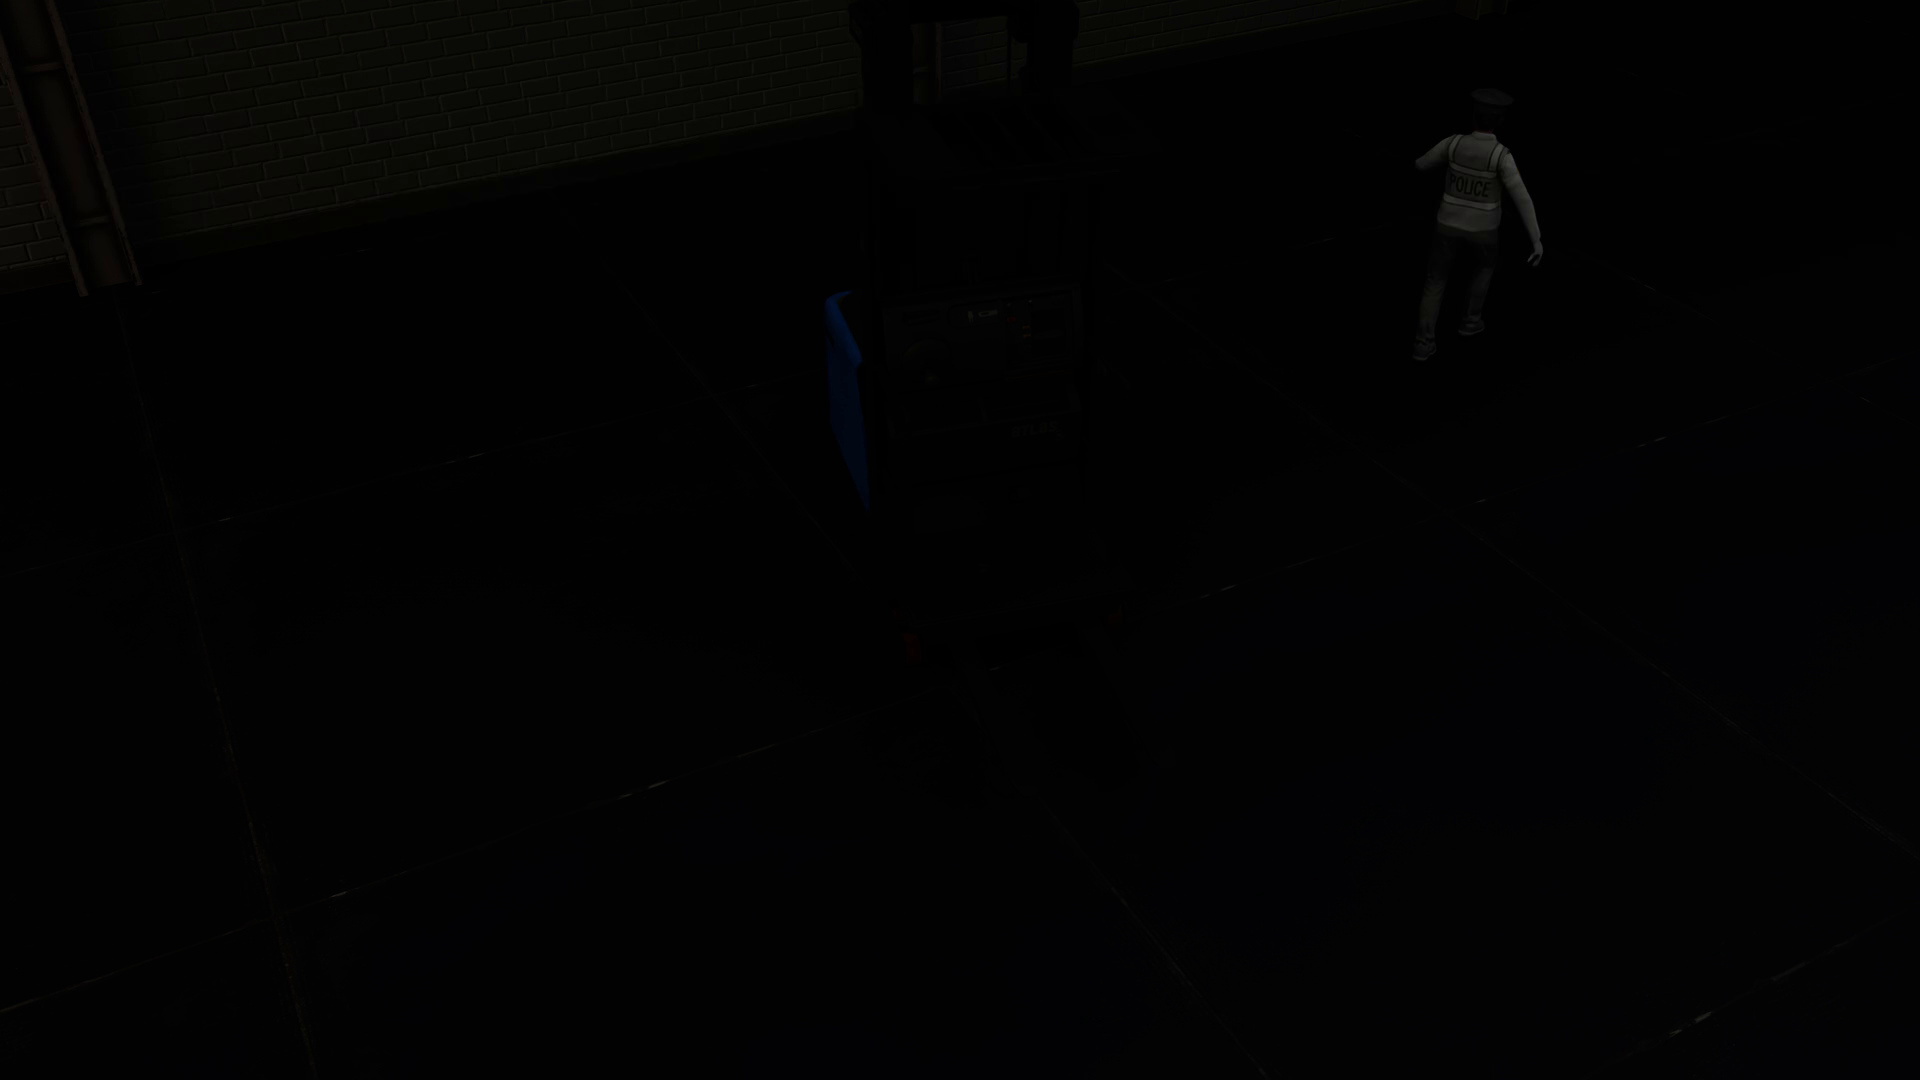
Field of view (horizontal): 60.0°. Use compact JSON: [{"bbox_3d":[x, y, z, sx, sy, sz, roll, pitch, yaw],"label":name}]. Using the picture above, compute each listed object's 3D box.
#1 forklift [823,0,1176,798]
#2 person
[{"bbox_3d":[0.169,-0.858,7.337,1.130,2.935,3.031,-9,36,-13],"label":"forklift"},{"bbox_3d":[3.064,-1.881,9.903,0.893,1.628,0.717,18,39,23],"label":"person"}]
